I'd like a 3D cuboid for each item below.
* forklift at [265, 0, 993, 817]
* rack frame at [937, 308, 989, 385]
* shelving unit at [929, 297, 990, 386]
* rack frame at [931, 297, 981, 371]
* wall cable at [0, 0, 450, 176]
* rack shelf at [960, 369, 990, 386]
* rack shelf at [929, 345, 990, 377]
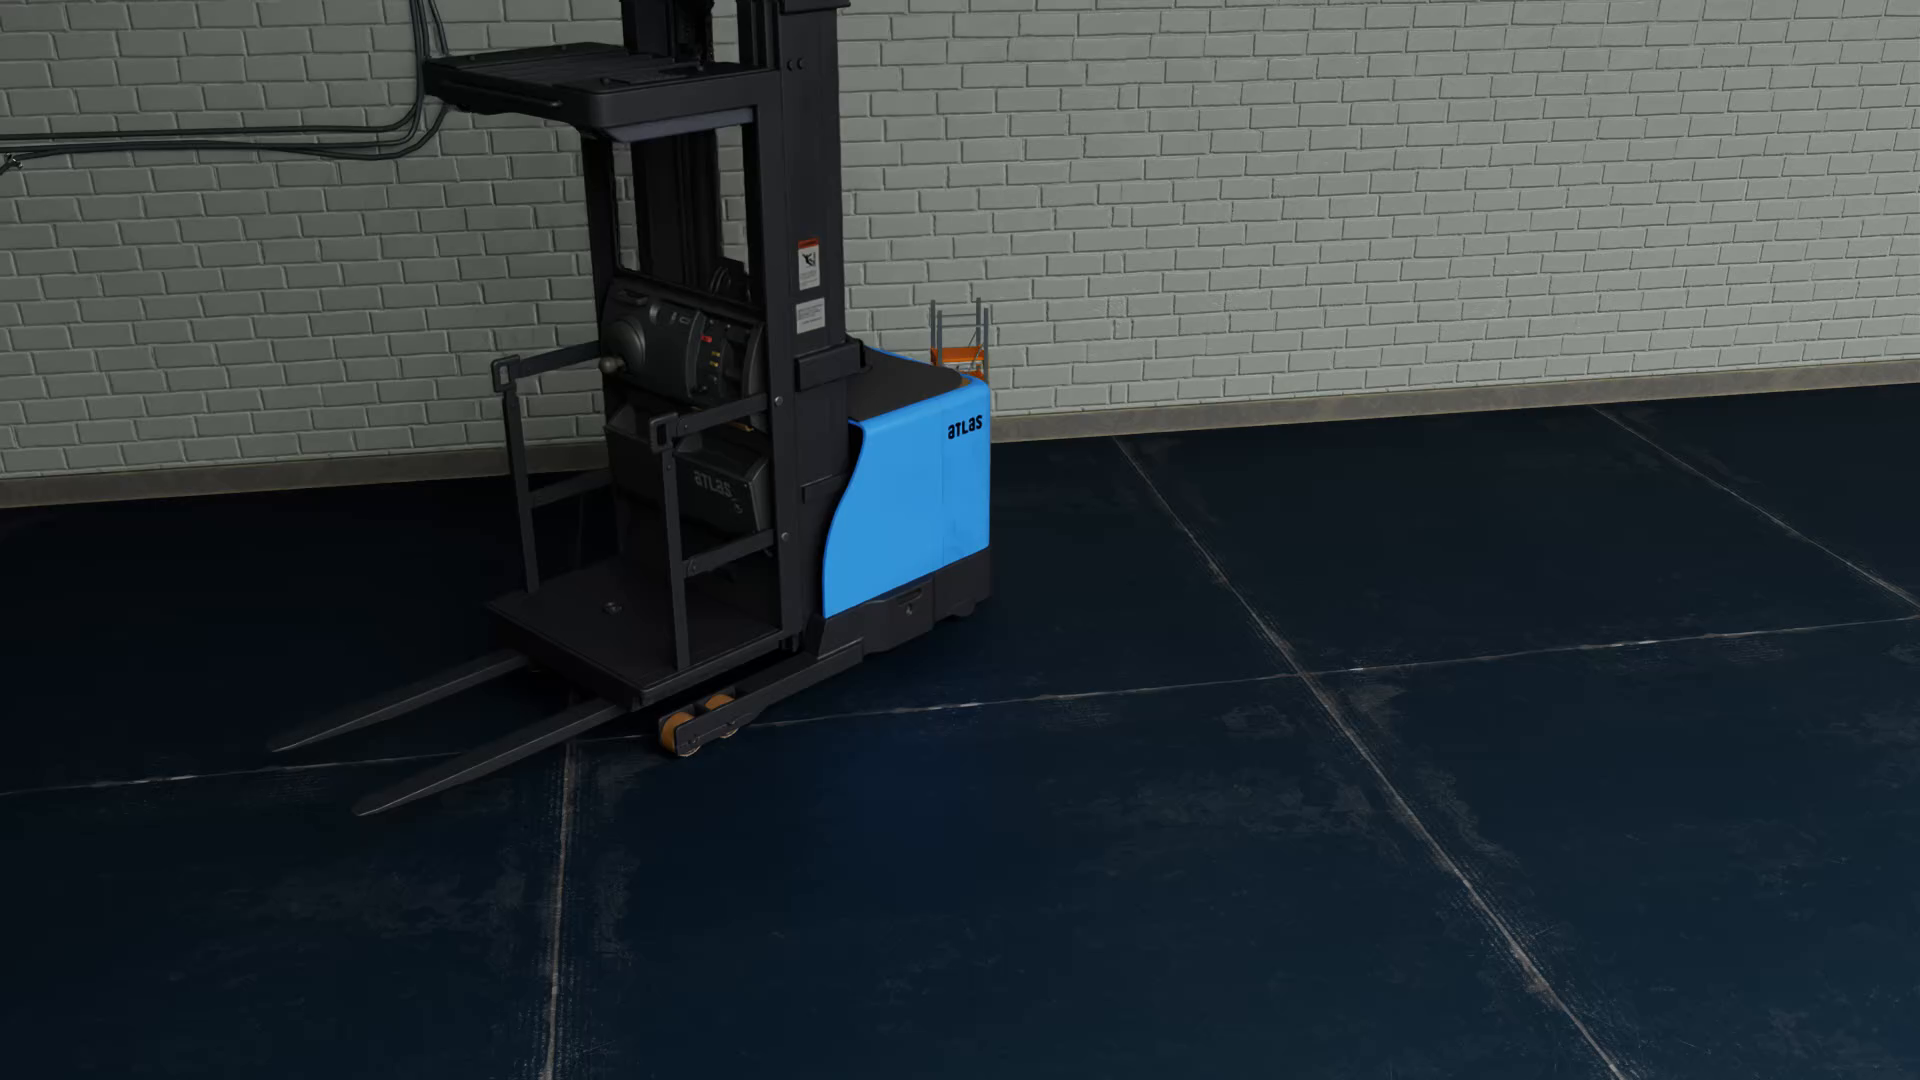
[{"bbox_3d":[-1.228,-0.746,6.297,1.130,2.935,3.031,21,31,39],"label":"forklift"},{"bbox_3d":[0.014,-0.520,7.940,0.240,1.200,0.006,-4,24,-10],"label":"rack frame"},{"bbox_3d":[-0.003,-0.556,8.023,0.258,1.200,0.189,-4,24,-10],"label":"shelving unit"},{"bbox_3d":[-0.020,-0.592,8.105,0.240,1.200,0.006,-4,24,-10],"label":"rack frame"},{"bbox_3d":[-4.023,-2.927,7.587,3.097,2.526,0.112,-4,24,-10],"label":"wall cable"},{"bbox_3d":[-0.003,-0.735,7.945,0.258,0.103,0.180,-4,24,-10],"label":"rack shelf"},{"bbox_3d":[-0.003,-0.845,7.897,0.258,0.103,0.180,-4,24,-10],"label":"rack shelf"}]
